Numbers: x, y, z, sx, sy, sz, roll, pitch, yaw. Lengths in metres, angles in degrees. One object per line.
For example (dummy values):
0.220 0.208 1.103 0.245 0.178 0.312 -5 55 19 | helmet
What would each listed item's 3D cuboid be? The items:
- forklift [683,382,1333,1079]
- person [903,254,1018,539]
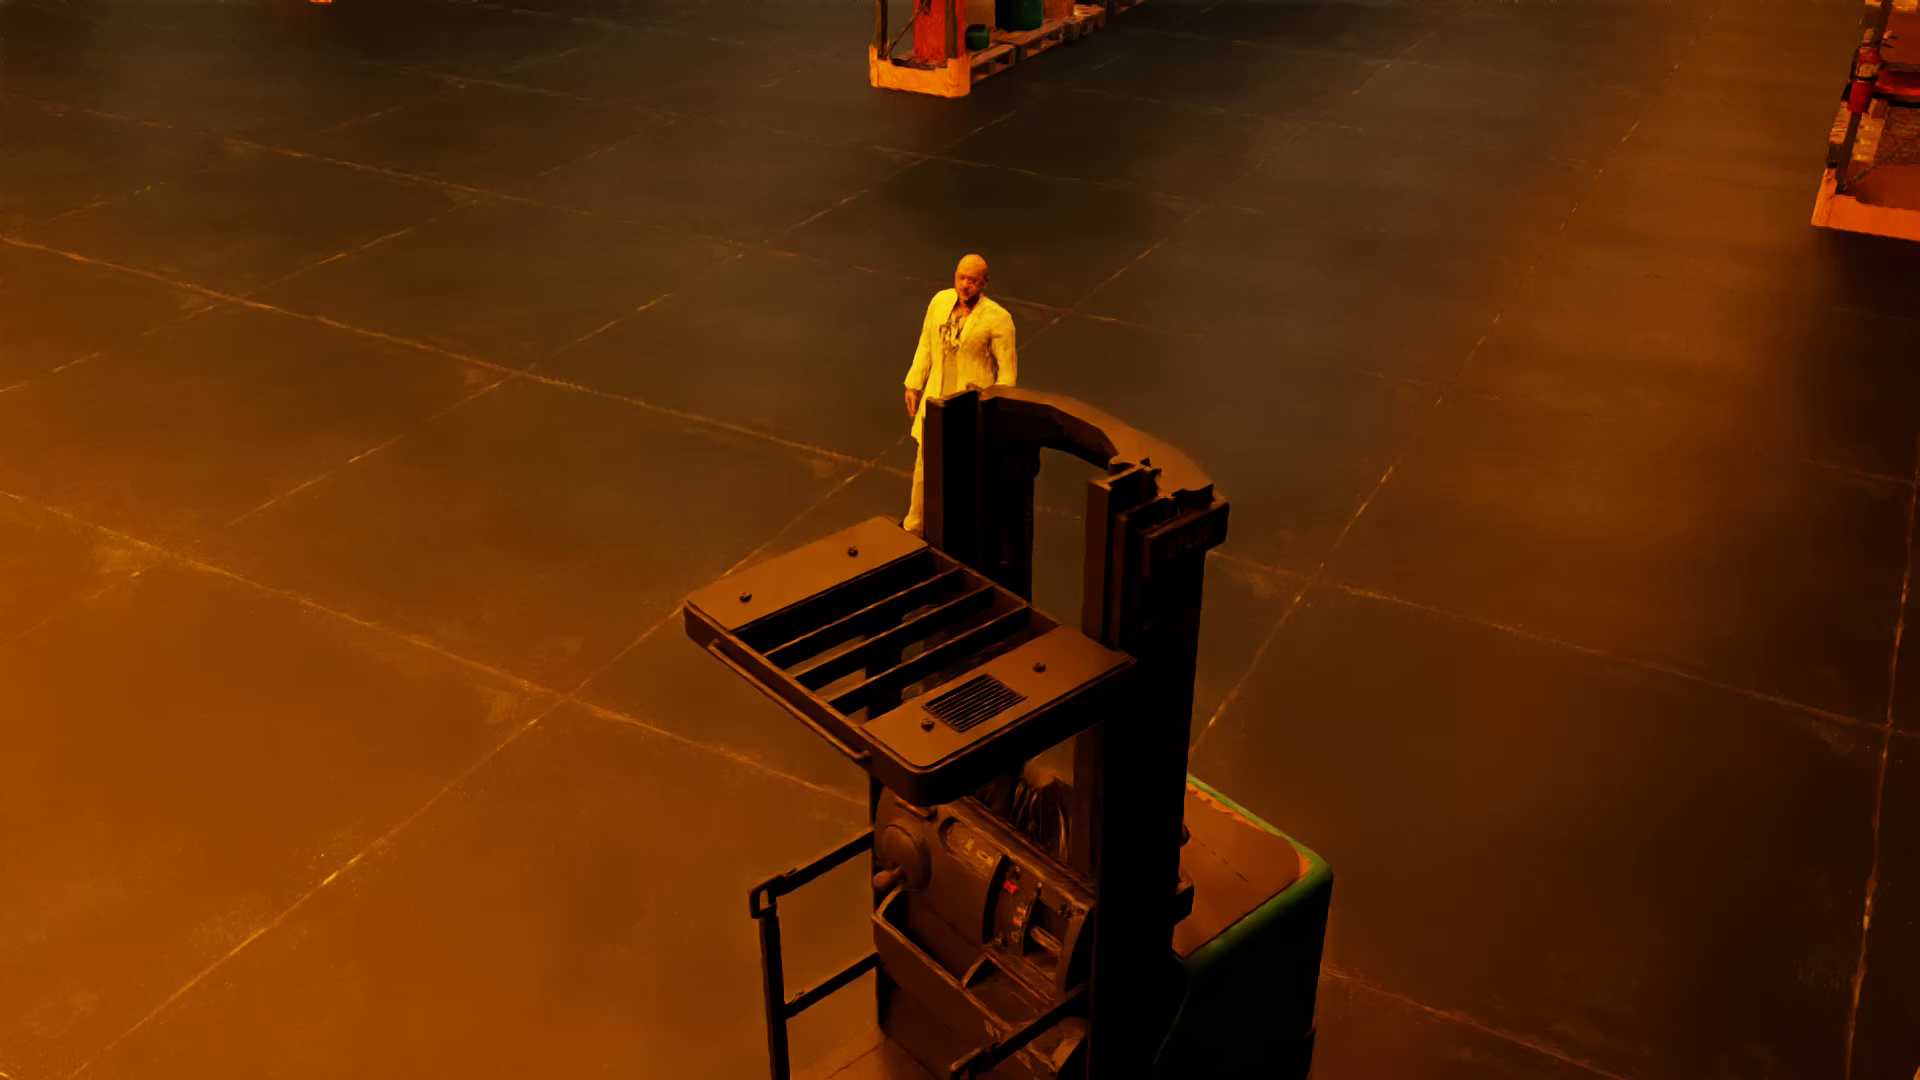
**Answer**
-0.105 1.107 5.152 3.031 2.935 1.130 -24 37 -35 | forklift
-0.049 -0.737 9.487 0.694 1.776 0.577 15 33 25 | person
